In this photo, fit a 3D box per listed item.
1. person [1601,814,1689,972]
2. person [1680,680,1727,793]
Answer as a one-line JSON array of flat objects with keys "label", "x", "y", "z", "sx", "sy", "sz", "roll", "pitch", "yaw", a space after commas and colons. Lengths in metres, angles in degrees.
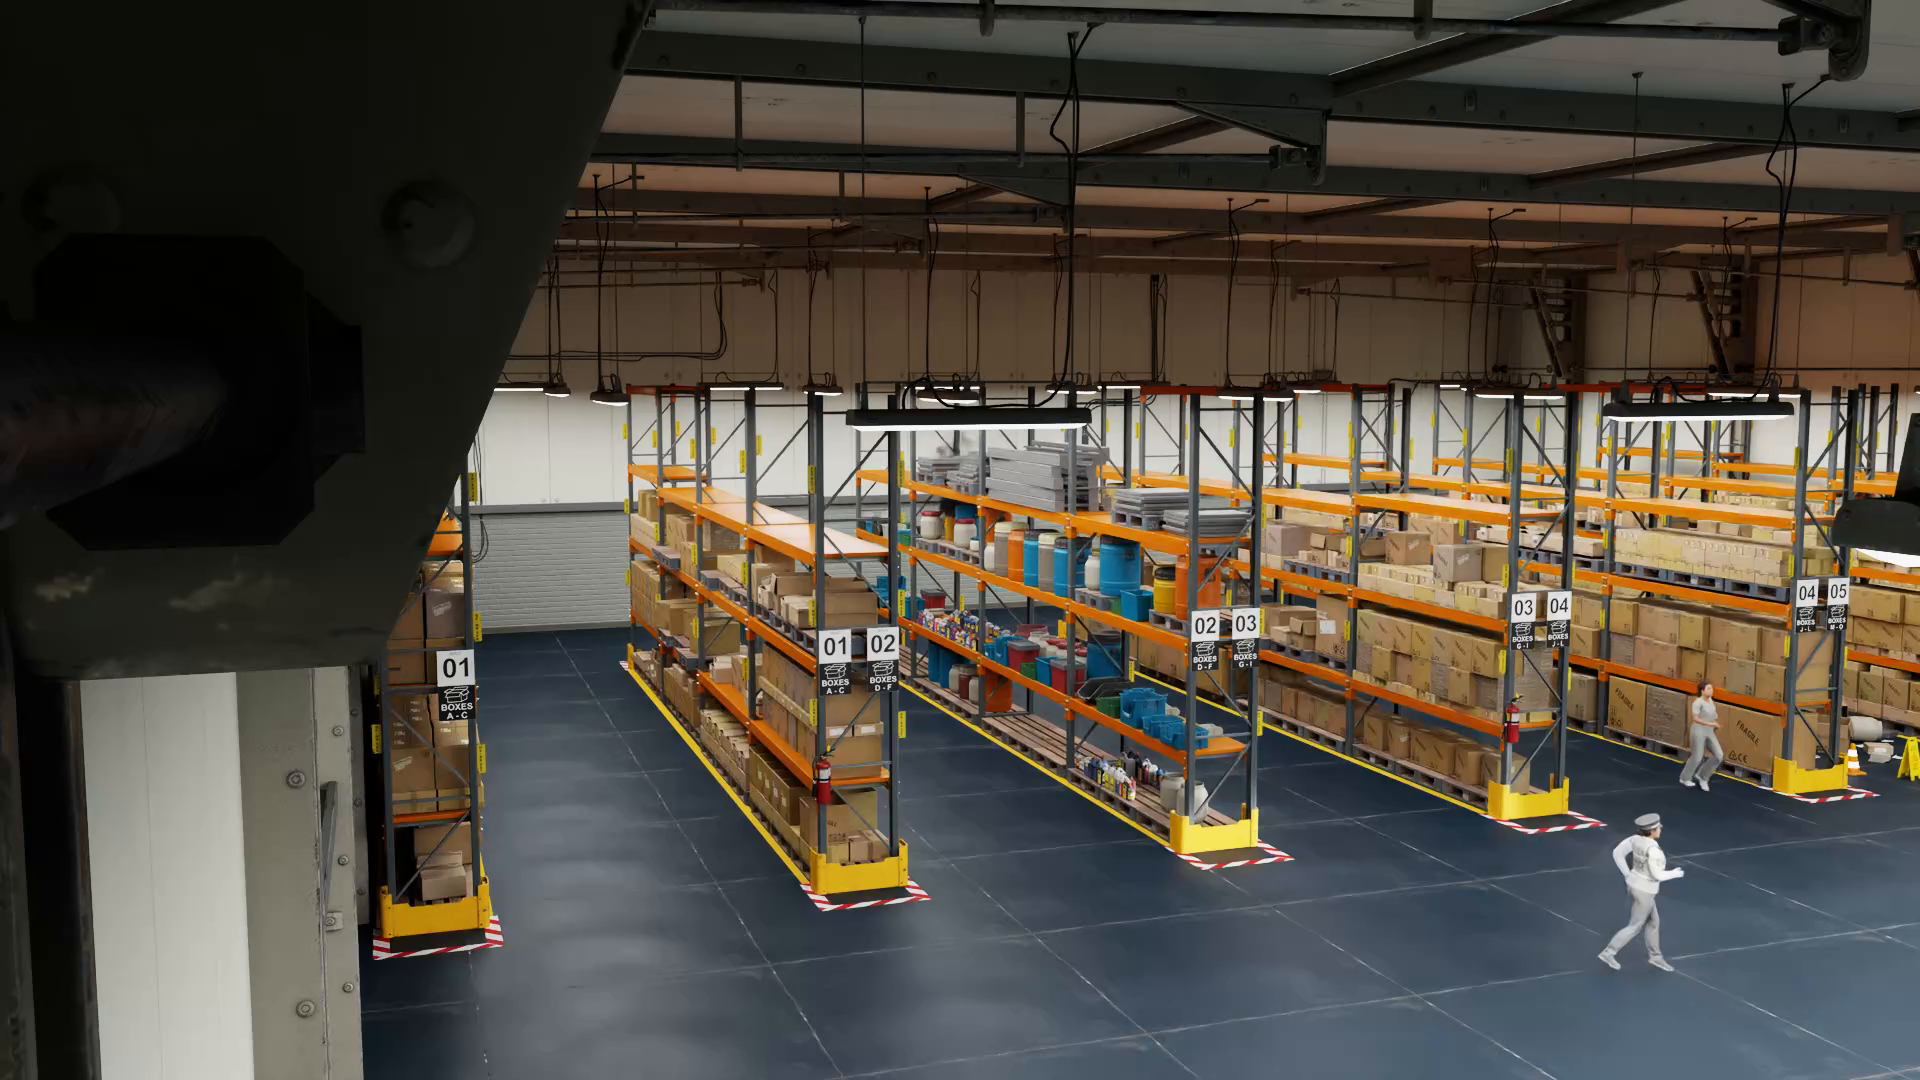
[{"label": "person", "x": 7.142, "y": 3.701, "z": 17.376, "sx": 0.893, "sy": 1.708, "sz": 0.587, "roll": 0, "pitch": 6, "yaw": -2}, {"label": "person", "x": 11.184, "y": 2.943, "z": 24.925, "sx": 0.575, "sy": 1.712, "sz": 0.711, "roll": -3, "pitch": 7, "yaw": -29}]
